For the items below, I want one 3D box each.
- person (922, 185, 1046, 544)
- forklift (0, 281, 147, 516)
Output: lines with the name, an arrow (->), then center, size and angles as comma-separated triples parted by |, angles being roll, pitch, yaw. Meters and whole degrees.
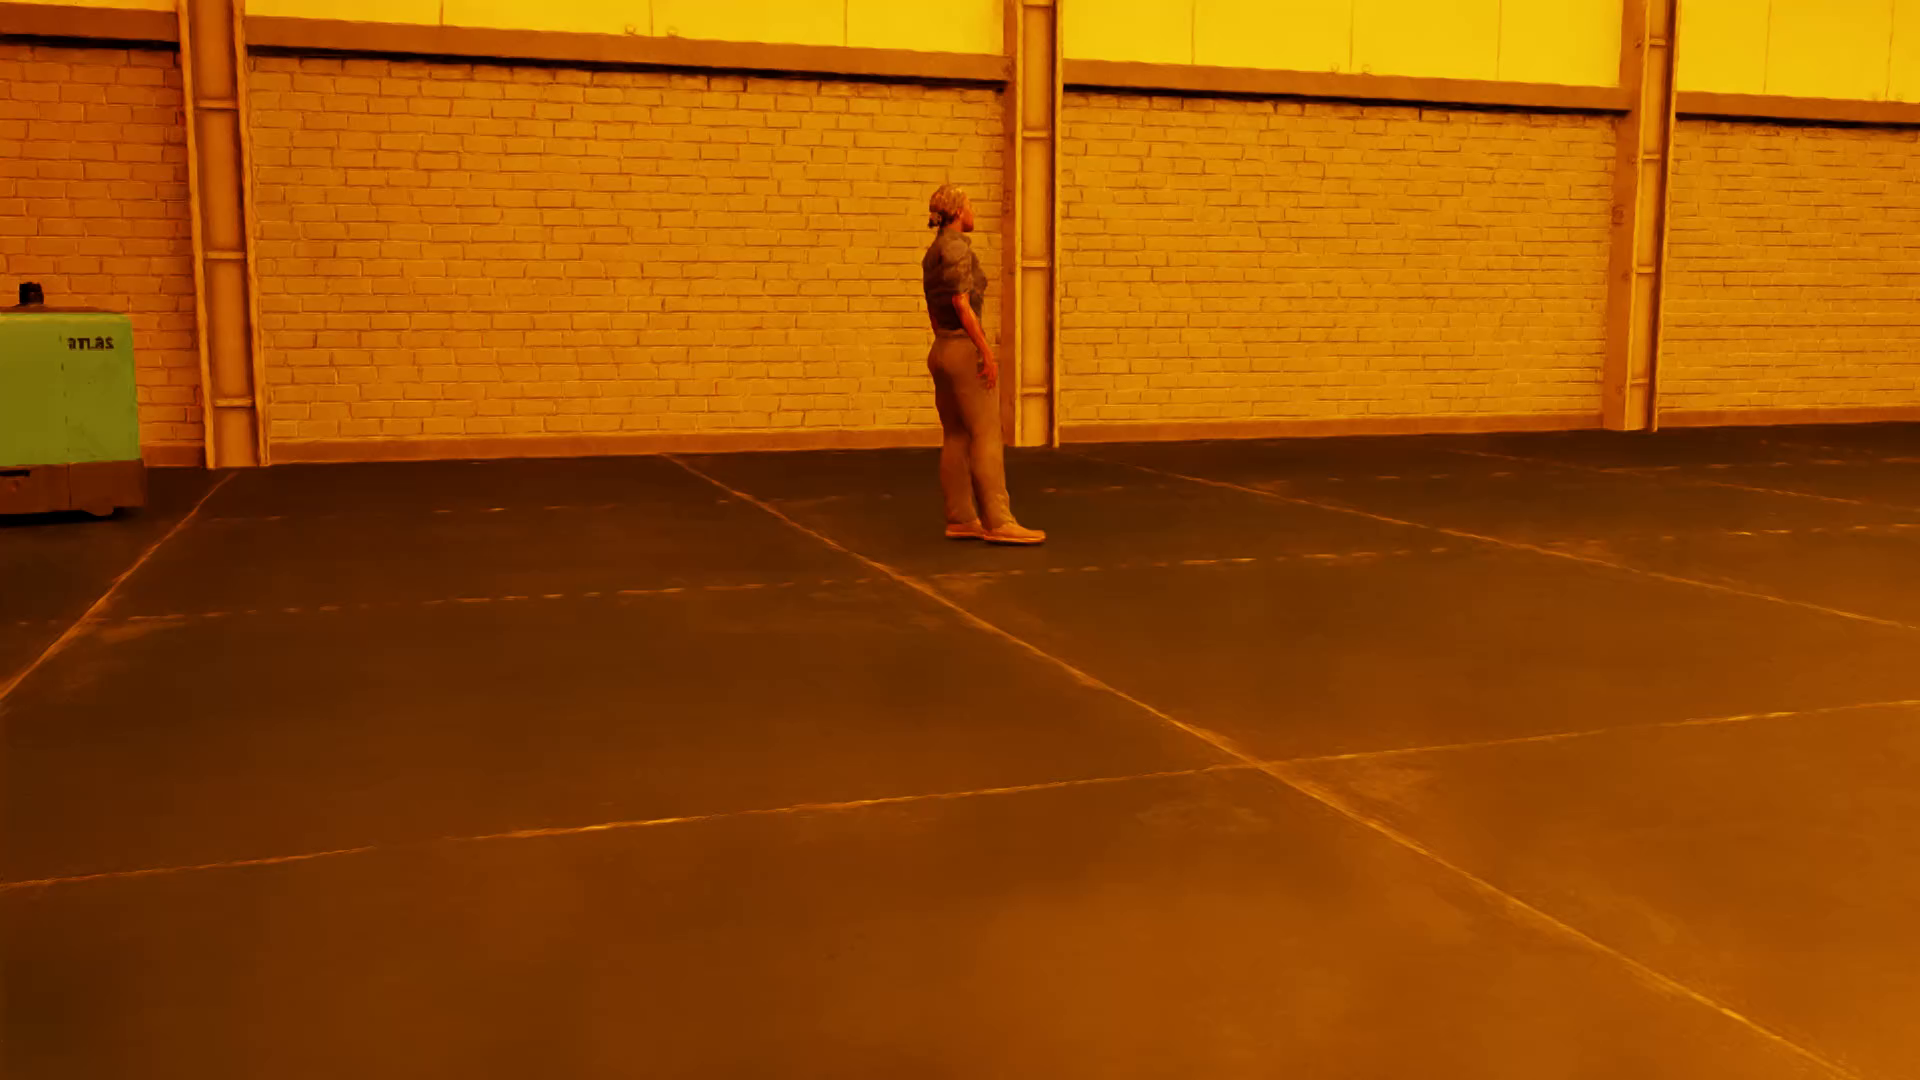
person -> 0.089, -0.828, 7.821 | 0.503, 1.654, 0.570 | -3, 8, -18
forklift -> -5.773, -1.496, 8.045 | 3.031, 2.935, 1.130 | -6, 10, -38
